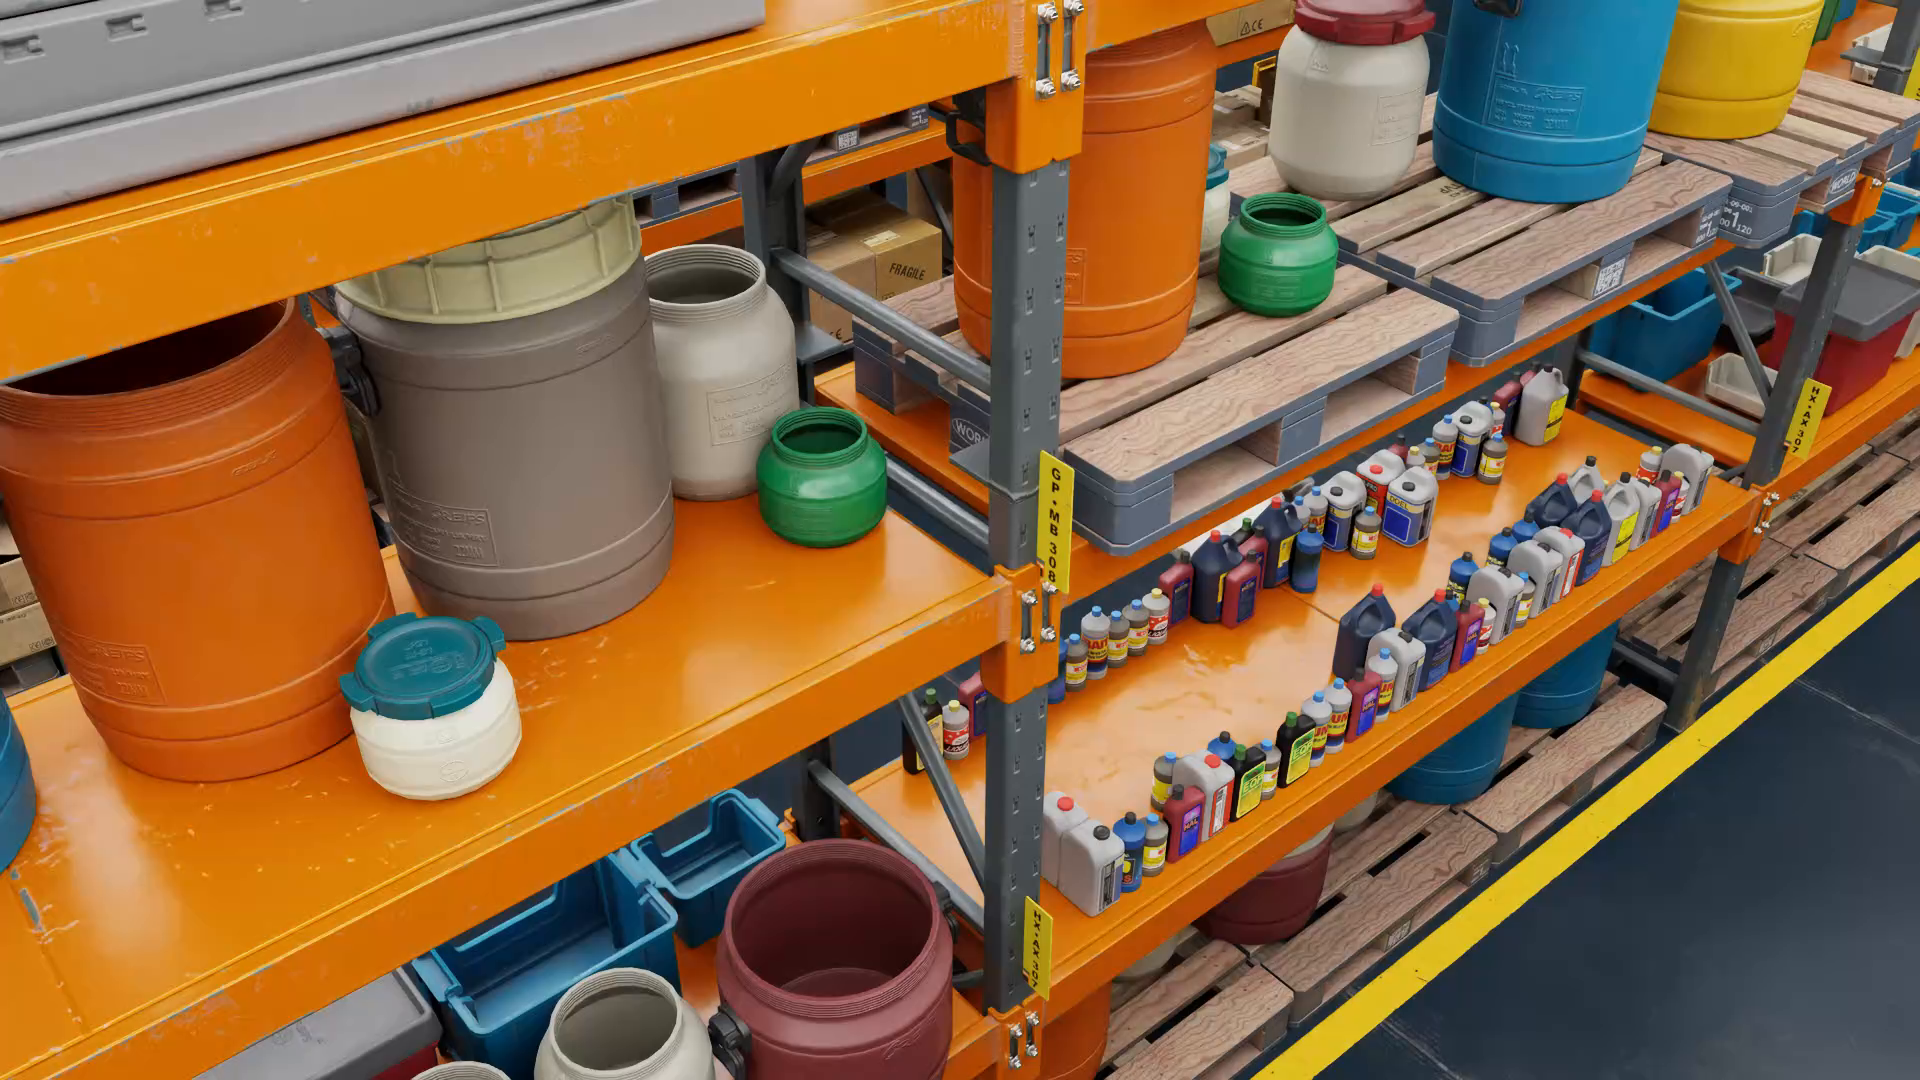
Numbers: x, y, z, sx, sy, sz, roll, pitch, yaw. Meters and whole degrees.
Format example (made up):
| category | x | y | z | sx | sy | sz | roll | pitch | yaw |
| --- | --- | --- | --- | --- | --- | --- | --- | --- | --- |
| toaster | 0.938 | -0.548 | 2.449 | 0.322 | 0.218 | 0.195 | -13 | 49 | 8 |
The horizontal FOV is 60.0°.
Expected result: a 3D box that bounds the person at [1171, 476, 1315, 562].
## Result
| category | x | y | z | sx | sy | sz | roll | pitch | yaw |
| --- | --- | --- | --- | --- | --- | --- | --- | --- | --- |
| person | 1.358 | -0.063 | 7.811 | 0.930 | 1.005 | 0.501 | -27 | 44 | -33 |
